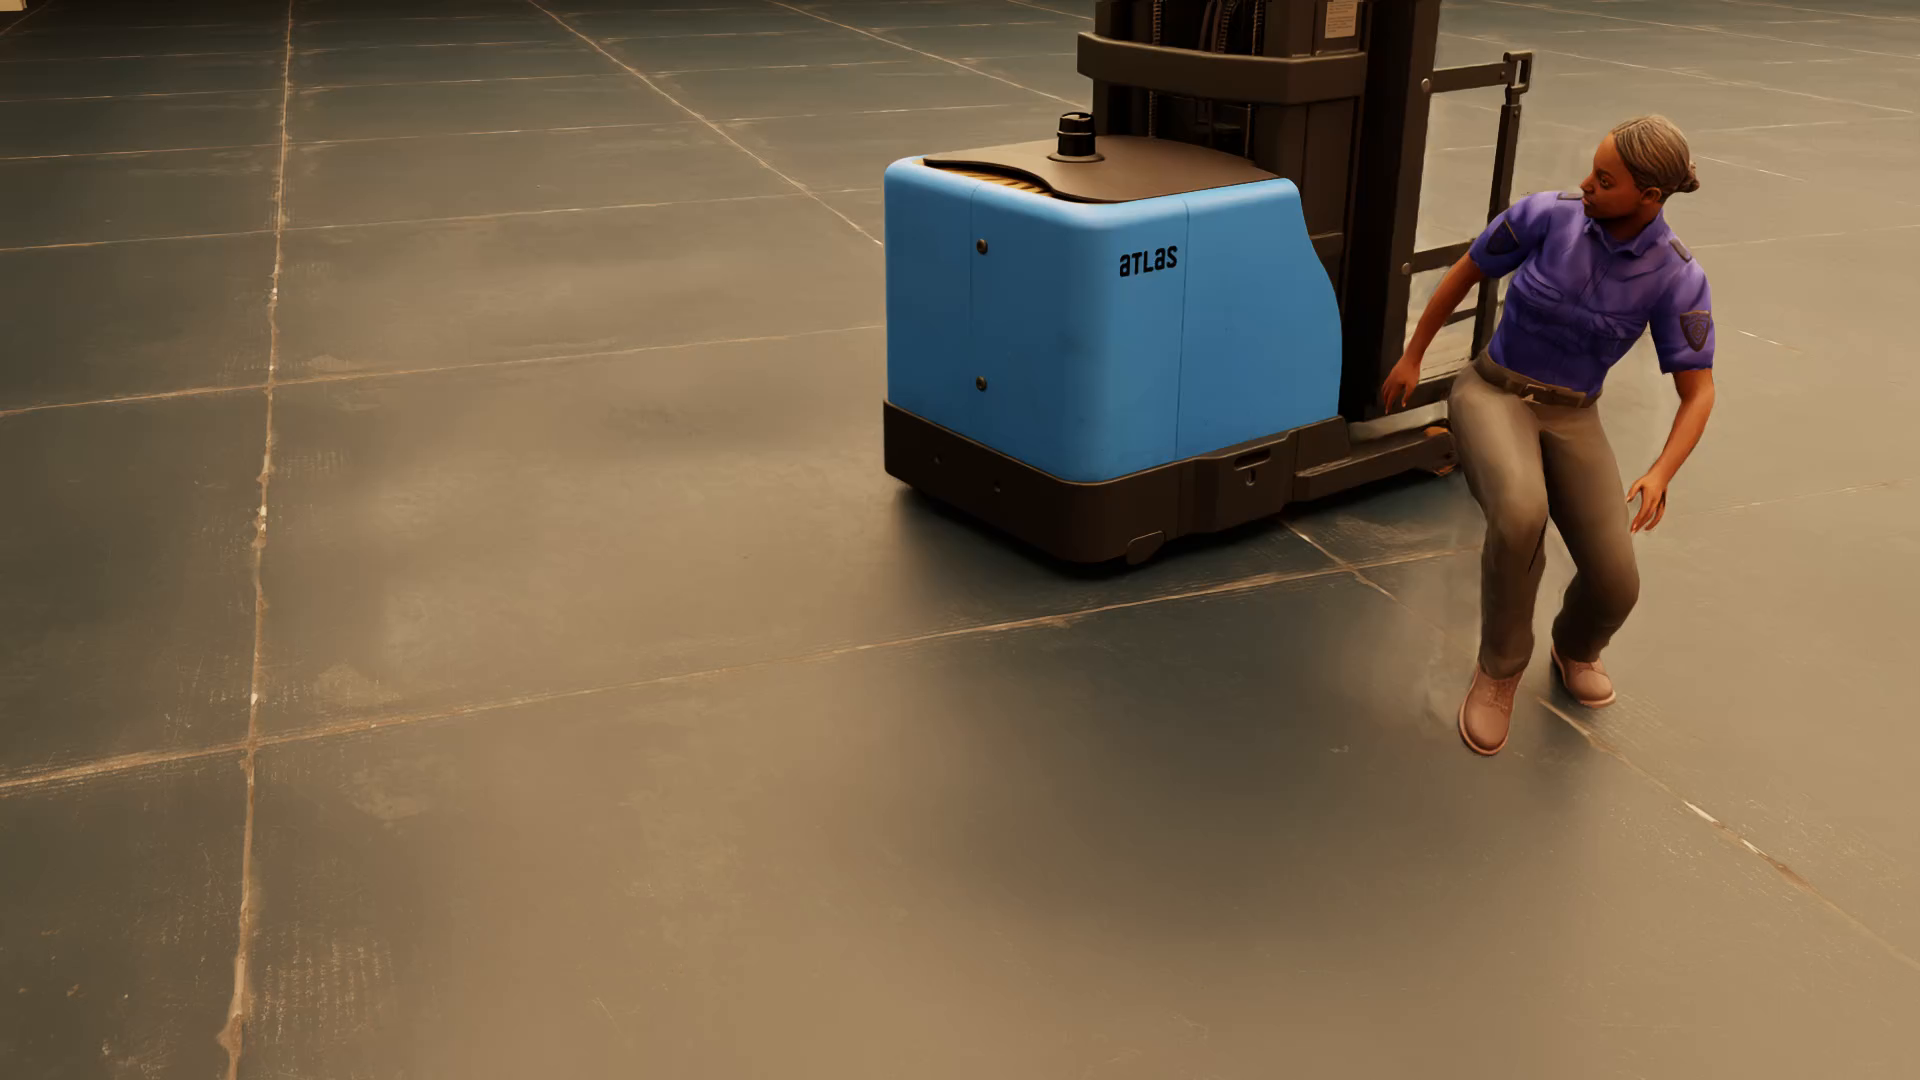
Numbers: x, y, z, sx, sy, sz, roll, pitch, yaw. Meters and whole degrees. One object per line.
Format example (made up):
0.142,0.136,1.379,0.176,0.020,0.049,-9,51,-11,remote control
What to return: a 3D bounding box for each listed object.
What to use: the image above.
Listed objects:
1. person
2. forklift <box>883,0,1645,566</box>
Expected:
1.356,-0.254,3.861,0.687,1.453,0.699,3,23,7,person
1.239,-1.715,5.376,3.031,2.935,1.130,-16,28,-33,forklift
